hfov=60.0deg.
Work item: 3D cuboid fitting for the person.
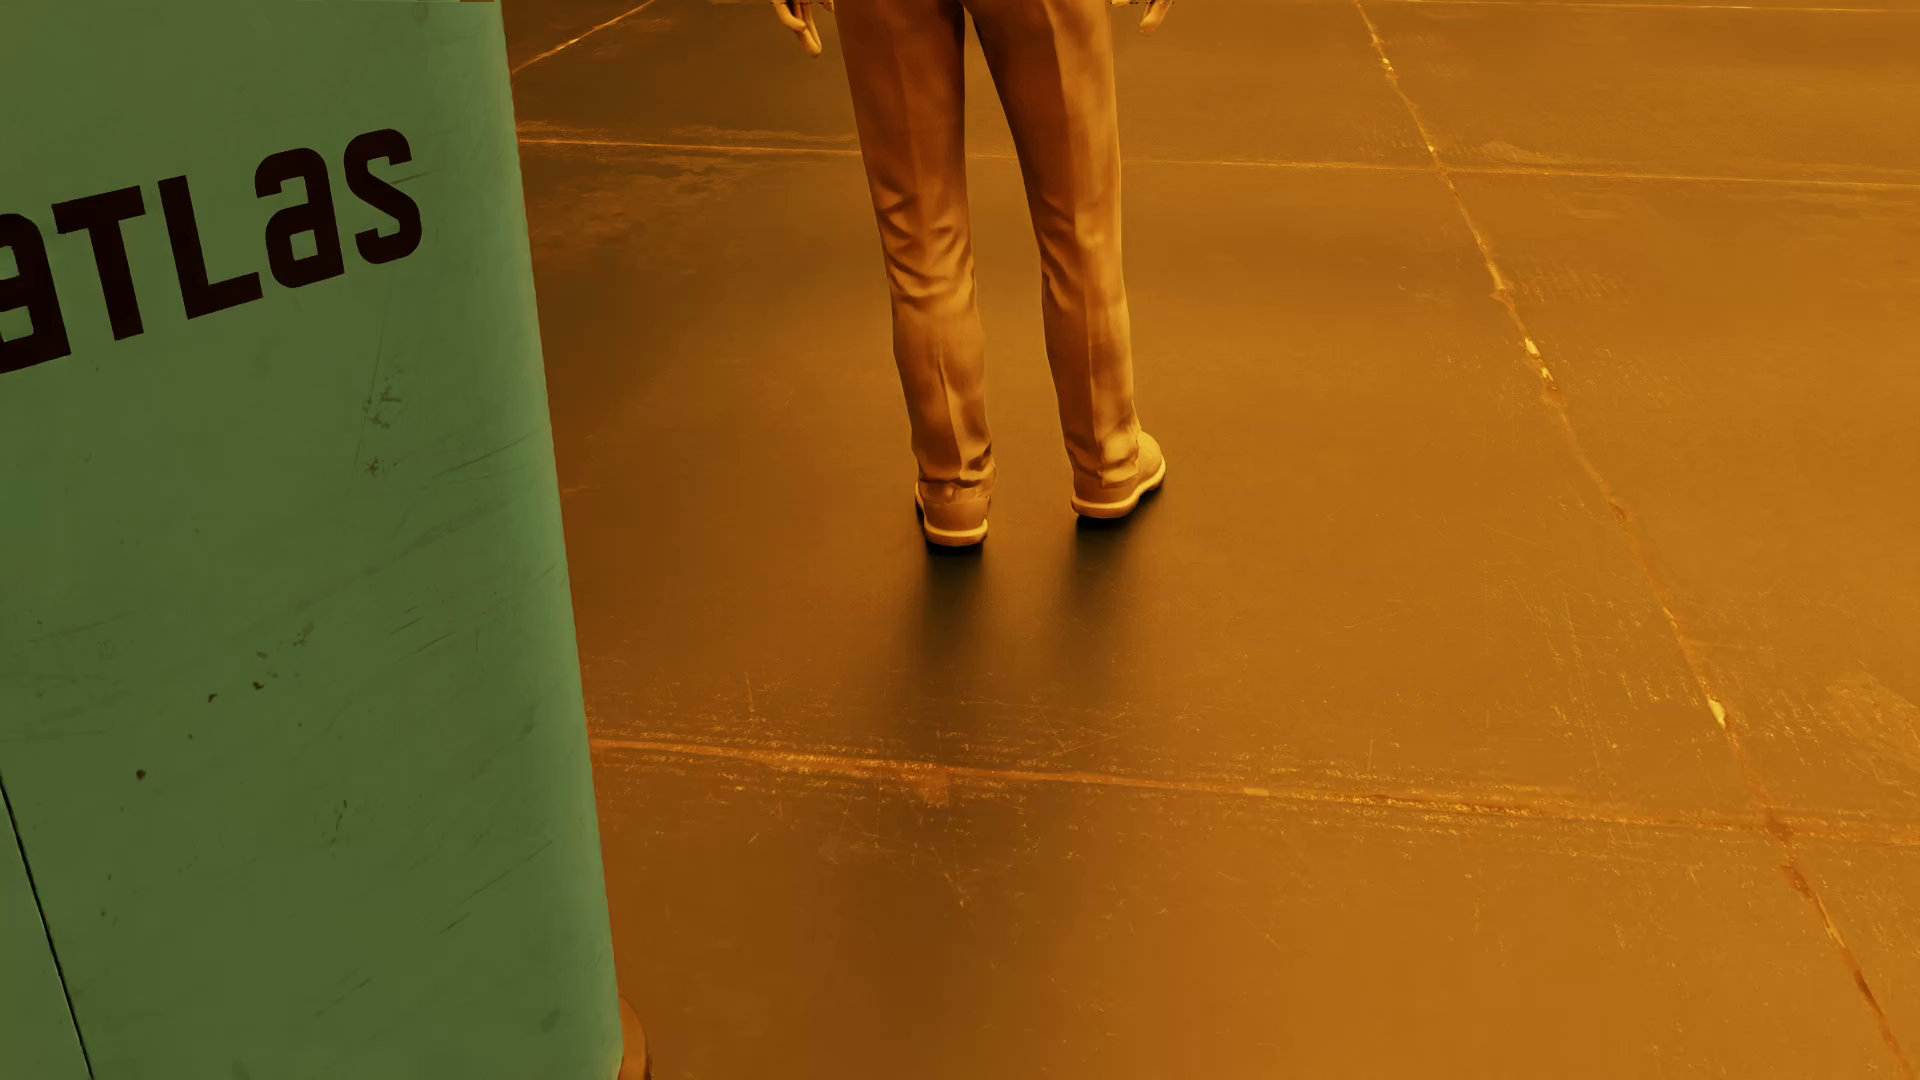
[{"bbox_3d":[0.015,-0.794,2.177,0.587,1.696,0.534,3,27,7],"label":"person"}]
